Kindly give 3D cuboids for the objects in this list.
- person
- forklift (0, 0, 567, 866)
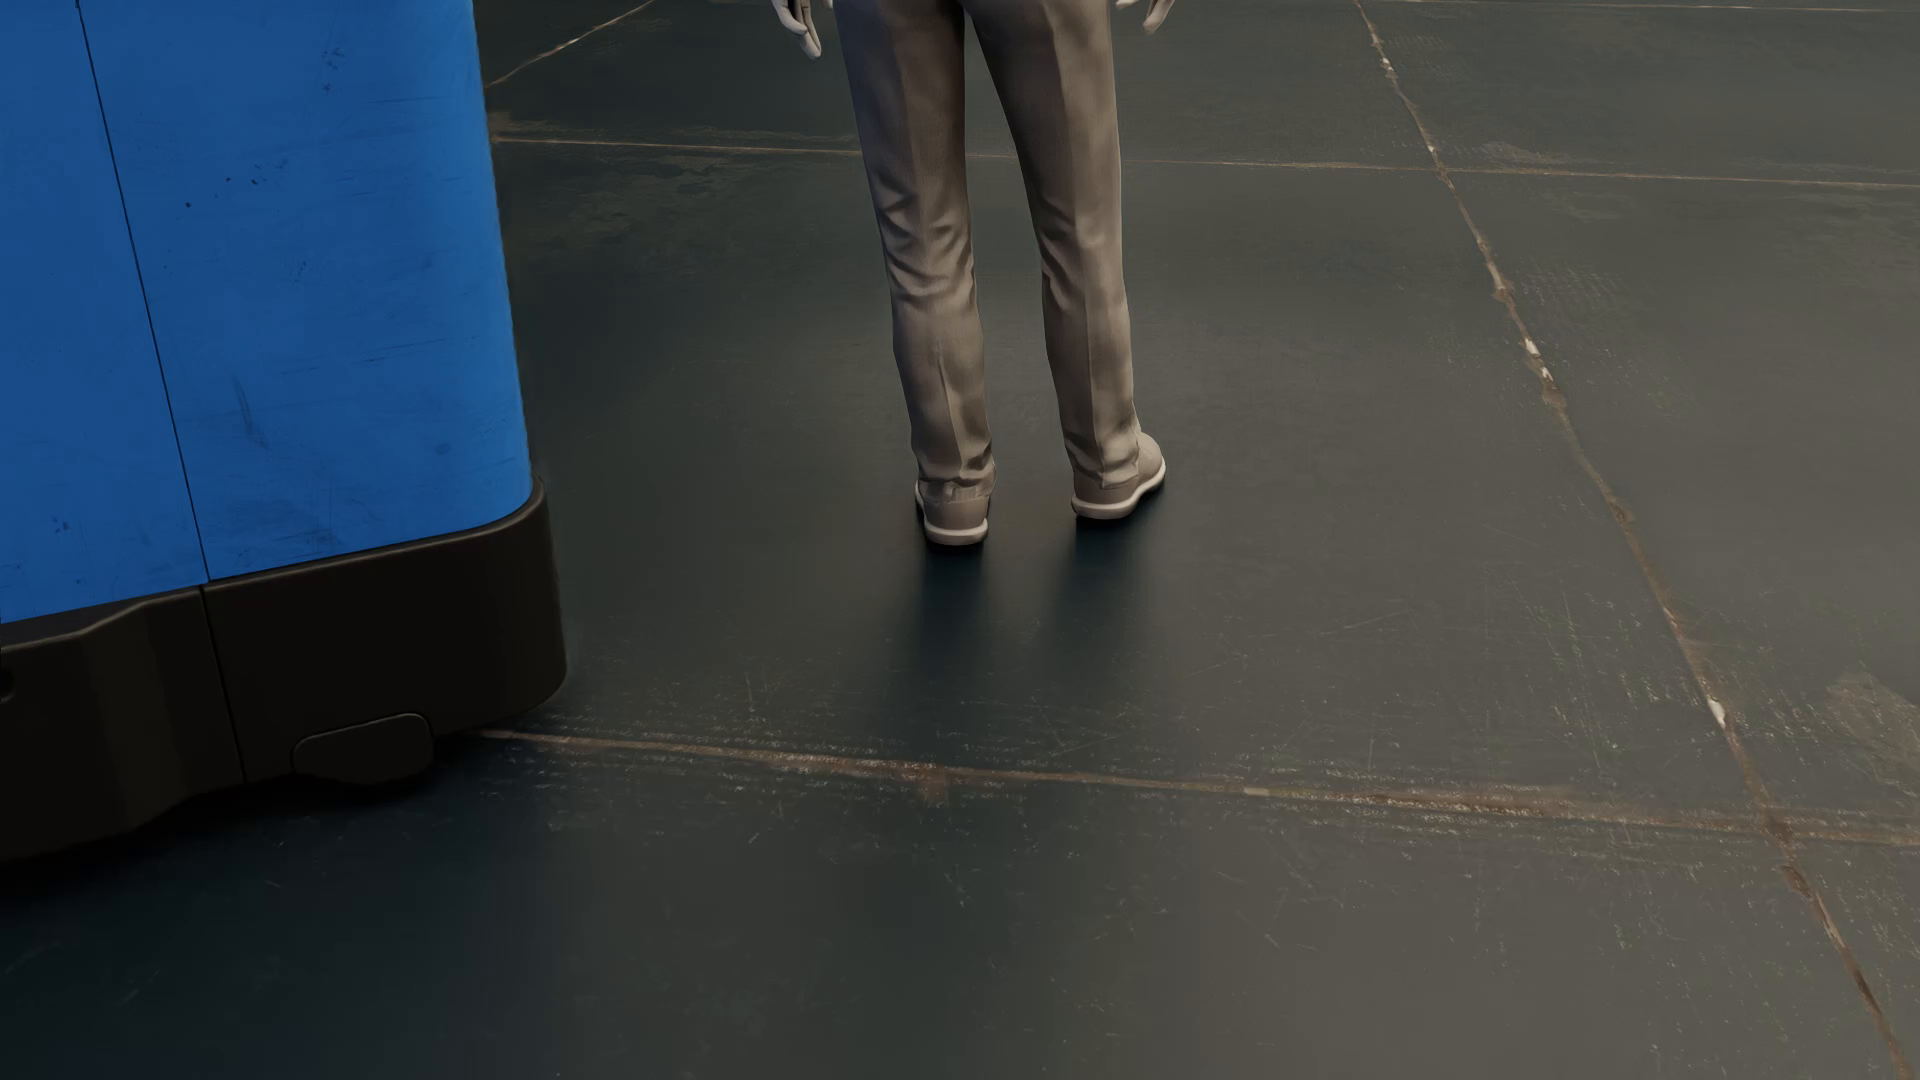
[{"bbox_3d":[0.016,-0.795,2.179,0.586,1.694,0.530,3,27,7],"label":"person"},{"bbox_3d":[-2.024,-0.956,1.132,3.031,2.935,1.130,-13,29,-24],"label":"forklift"}]
